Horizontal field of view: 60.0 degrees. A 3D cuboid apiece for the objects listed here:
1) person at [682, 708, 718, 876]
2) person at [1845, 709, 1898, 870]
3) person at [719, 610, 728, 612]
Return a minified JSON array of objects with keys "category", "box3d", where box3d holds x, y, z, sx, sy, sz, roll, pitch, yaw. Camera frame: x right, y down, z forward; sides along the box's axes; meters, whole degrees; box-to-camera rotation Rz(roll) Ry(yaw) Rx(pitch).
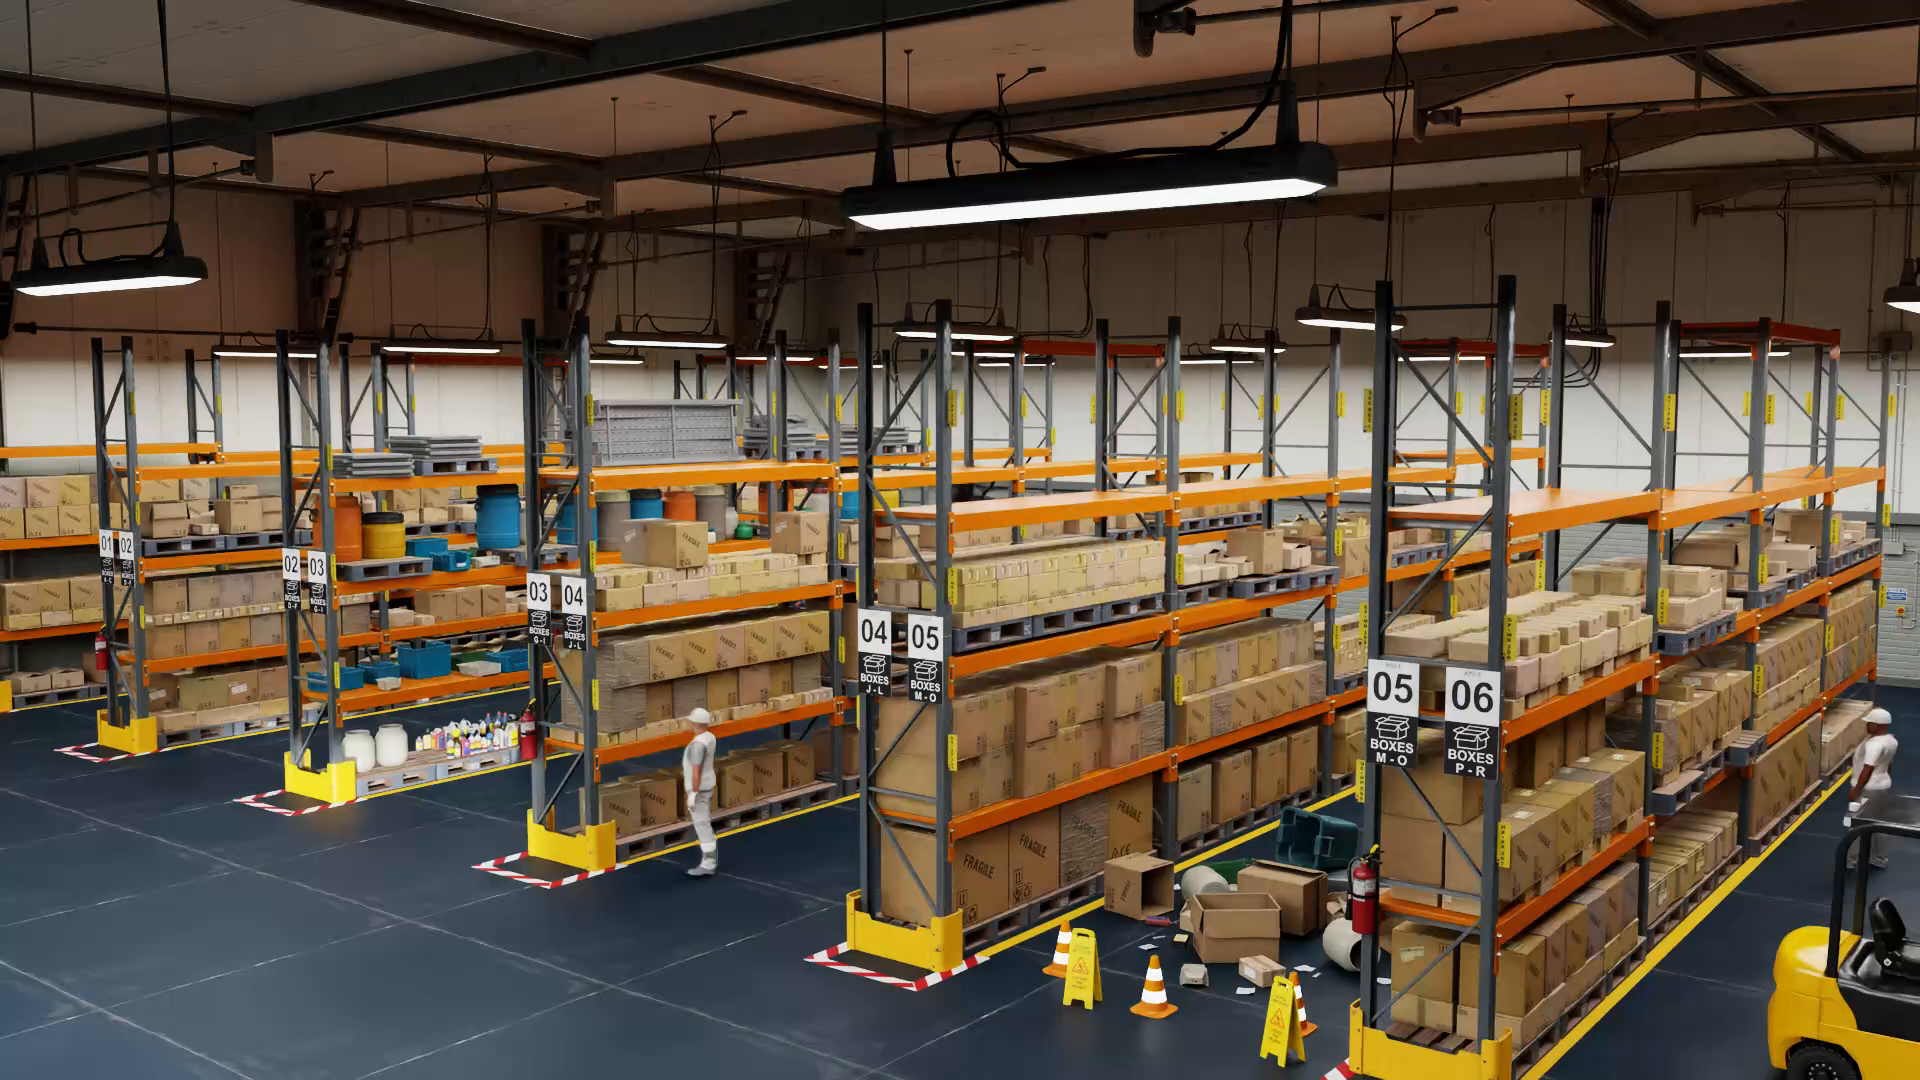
[{"category":"person","box3d":[-2.800,2.716,17.921,0.356,1.822,0.661,0,5,3]},{"category":"person","box3d":[9.940,2.716,18.176,0.643,1.768,0.487,-2,5,-20]},{"category":"person","box3d":[-3.564,1.933,25.328,0.610,1.770,0.568,-1,5,-13]}]
